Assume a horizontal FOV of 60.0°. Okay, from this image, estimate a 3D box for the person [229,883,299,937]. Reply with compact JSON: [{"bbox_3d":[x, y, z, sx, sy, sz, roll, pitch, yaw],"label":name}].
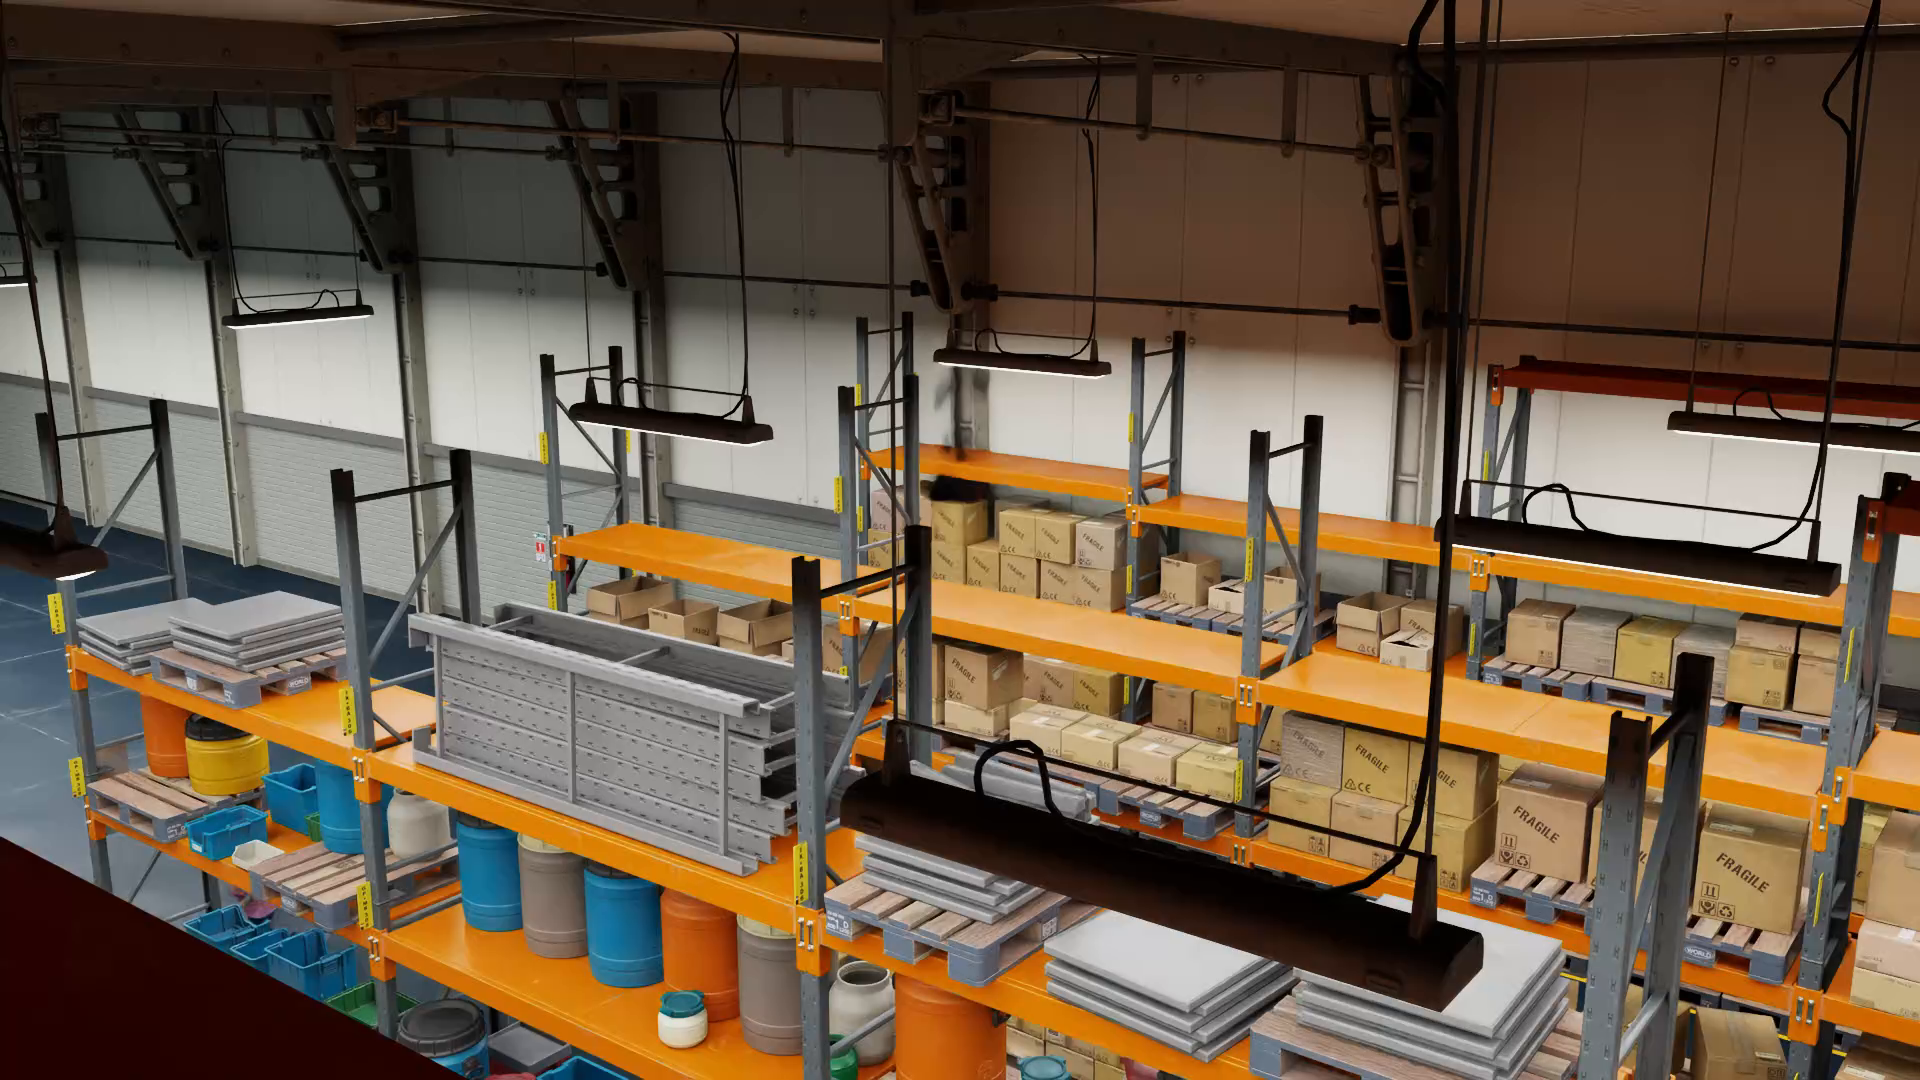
[{"bbox_3d":[-6.826,3.645,16.275,0.719,1.538,0.533,-7,15,-28],"label":"person"}]
